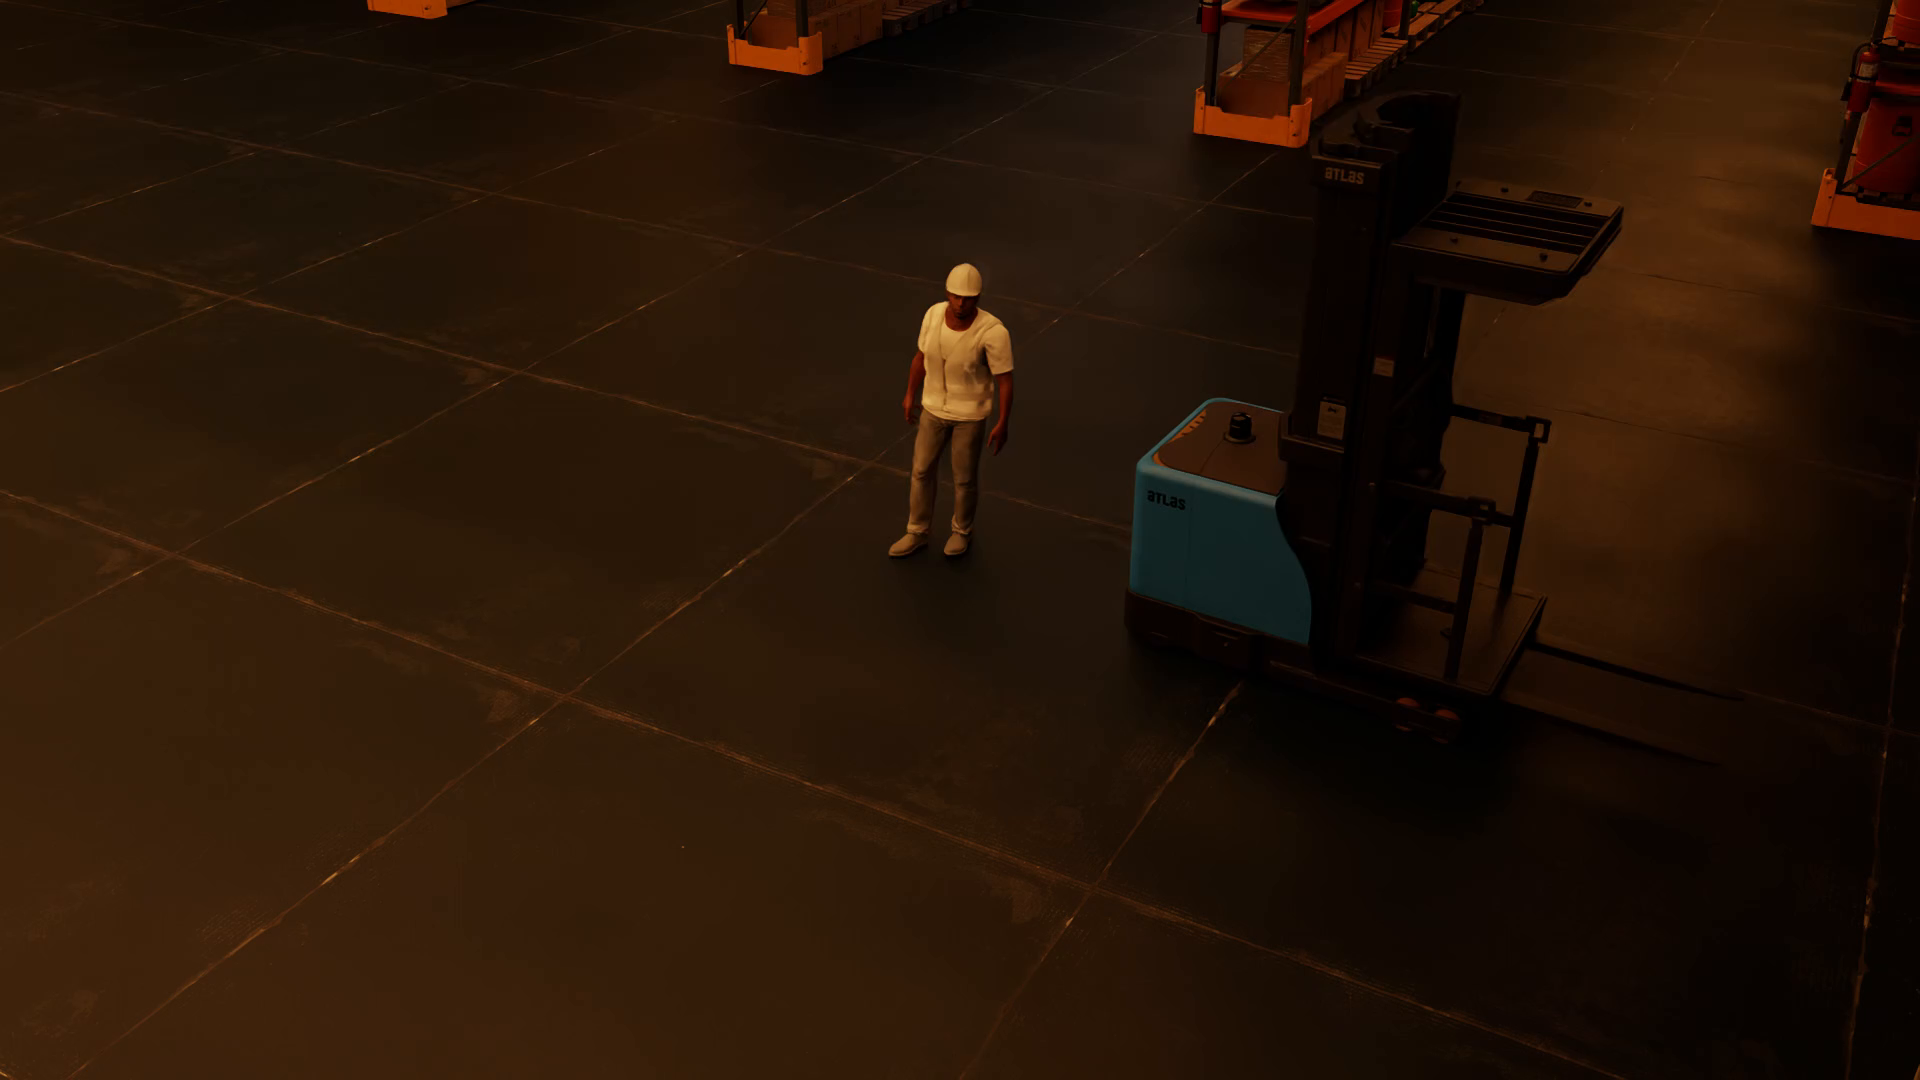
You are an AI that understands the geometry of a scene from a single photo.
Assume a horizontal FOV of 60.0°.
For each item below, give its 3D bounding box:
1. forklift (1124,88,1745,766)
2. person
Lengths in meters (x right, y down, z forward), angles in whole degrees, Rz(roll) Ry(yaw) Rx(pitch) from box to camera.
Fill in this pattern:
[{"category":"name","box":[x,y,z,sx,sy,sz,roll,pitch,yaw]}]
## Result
[{"category":"forklift","box":[2.421,-0.564,8.048,3.031,2.935,1.130,17,34,27]},{"category":"person","box":[-0.049,-0.703,9.465,0.703,1.763,0.554,15,33,24]}]
